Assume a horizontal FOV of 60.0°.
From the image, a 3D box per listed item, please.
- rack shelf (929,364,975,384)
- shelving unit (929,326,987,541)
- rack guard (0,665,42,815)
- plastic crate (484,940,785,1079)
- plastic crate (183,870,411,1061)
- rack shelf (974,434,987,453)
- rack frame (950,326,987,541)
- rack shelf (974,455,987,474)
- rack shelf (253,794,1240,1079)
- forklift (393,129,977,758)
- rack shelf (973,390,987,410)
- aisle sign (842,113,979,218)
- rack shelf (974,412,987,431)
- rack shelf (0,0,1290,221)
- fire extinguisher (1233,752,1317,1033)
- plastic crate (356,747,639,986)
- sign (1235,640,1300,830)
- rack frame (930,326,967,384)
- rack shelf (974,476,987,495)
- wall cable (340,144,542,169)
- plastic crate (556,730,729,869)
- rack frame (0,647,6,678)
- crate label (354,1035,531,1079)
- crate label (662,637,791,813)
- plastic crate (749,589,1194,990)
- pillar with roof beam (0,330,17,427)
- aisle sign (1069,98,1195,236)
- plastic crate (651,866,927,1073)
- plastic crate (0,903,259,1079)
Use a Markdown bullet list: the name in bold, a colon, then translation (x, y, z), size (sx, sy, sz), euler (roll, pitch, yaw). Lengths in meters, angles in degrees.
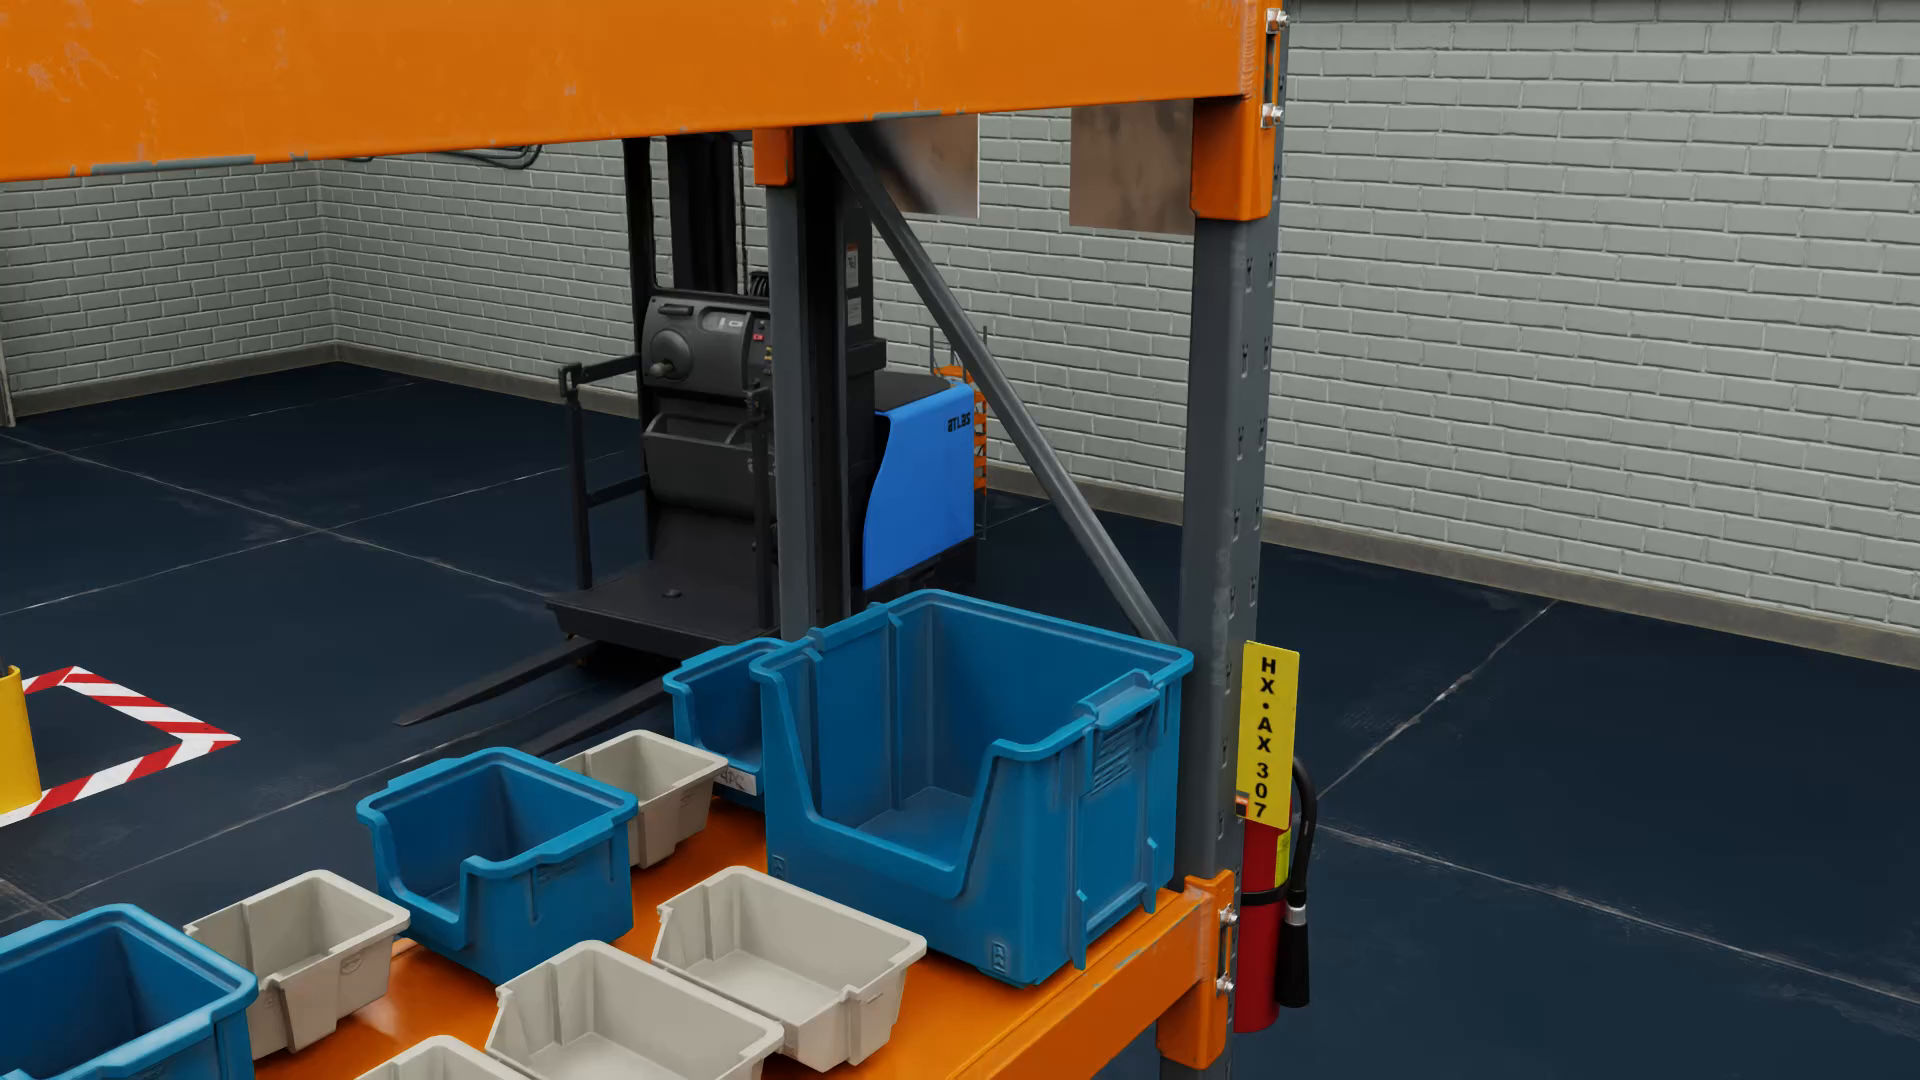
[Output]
- **rack shelf**: translation (-0.009, -0.871, 8.961), size (0.258, 0.103, 0.180), euler (12, 21, 35)
- **shelving unit**: translation (-0.009, -0.570, 9.055), size (0.258, 1.200, 0.189), euler (12, 21, 35)
- **rack guard**: translation (-3.950, 0.654, 6.294), size (1.175, 0.500, 0.348), euler (12, 21, 35)
- **plastic crate**: translation (-0.454, 0.709, 2.247), size (0.396, 0.136, 0.243), euler (12, 21, 35)
- **plastic crate**: translation (-1.003, 0.640, 2.469), size (0.250, 0.136, 0.298), euler (12, 21, 35)
- **rack shelf**: translation (-0.009, -0.527, 9.068), size (0.258, 0.103, 0.180), euler (12, 21, 35)
- **rack frame**: translation (0.046, -0.591, 9.125), size (0.240, 1.200, 0.006), euler (12, 21, 35)
- **rack shelf**: translation (-0.009, -0.413, 9.103), size (0.258, 0.103, 0.180), euler (12, 21, 35)
- **rack shelf**: translation (-1.121, 1.139, 1.732), size (1.077, 0.370, 4.000), euler (12, 21, 35)
- **forklift**: translation (-1.093, -0.836, 6.992), size (1.130, 2.935, 3.031), euler (10, 20, 29)
- **rack shelf**: translation (-0.009, -0.756, 8.997), size (0.258, 0.103, 0.180), euler (12, 21, 35)
- **aisle sign**: translation (-0.125, -0.992, 2.998), size (0.394, 0.787, 0.004), euler (12, 21, 35)
- **rack shelf**: translation (-0.009, -0.642, 9.032), size (0.258, 0.103, 0.180), euler (12, 21, 35)
- **rack shelf**: translation (-1.121, -0.294, 1.288), size (1.077, 0.370, 4.000), euler (12, 21, 35)
- **fire extinguisher**: translation (0.526, 0.578, 3.084), size (0.296, 0.674, 0.183), euler (12, 21, 35)
- **plastic crate**: translation (-0.733, 0.527, 2.669), size (0.416, 0.233, 0.300), euler (12, 21, 35)
- **sign**: translation (0.522, 0.334, 2.835), size (0.100, 0.325, 0.005), euler (12, 21, 35)
- **rack frame**: translation (-0.063, -0.548, 8.985), size (0.240, 1.200, 0.006), euler (12, 21, 35)
- **rack shelf**: translation (-0.009, -0.298, 9.139), size (0.258, 0.103, 0.180), euler (12, 21, 35)
- **wall cable**: translation (-4.229, -4.098, 12.503), size (3.097, 2.526, 0.112), euler (12, 21, 35)
- **plastic crate**: translation (-0.598, 0.478, 2.989), size (0.250, 0.136, 0.298), euler (12, 21, 35)
- **rack frame**: translation (-3.905, -0.558, 5.981), size (1.000, 3.000, 0.127), euler (12, 21, 35)
- **crate label**: translation (-0.600, 0.779, 2.020), size (0.396, 0.136, 0.243), euler (12, 21, 35)
- **crate label**: translation (-0.341, 0.371, 3.174), size (0.416, 0.233, 0.303), euler (12, 21, 35)
- **plastic crate**: translation (0.021, 0.386, 2.783), size (0.616, 0.435, 0.499), euler (12, 21, 35)
- **pillar with roof beam**: translation (-3.514, -4.332, 8.021), size (9.100, 9.000, 0.400), euler (12, 21, 35)
- **aisle sign**: translation (0.349, -0.888, 2.663), size (0.394, 0.787, 0.004), euler (12, 21, 35)
- **plastic crate**: translation (-0.270, 0.642, 2.462), size (0.396, 0.136, 0.243), euler (12, 21, 35)
- **plastic crate**: translation (-1.125, 0.684, 2.164), size (0.416, 0.233, 0.300), euler (12, 21, 35)
